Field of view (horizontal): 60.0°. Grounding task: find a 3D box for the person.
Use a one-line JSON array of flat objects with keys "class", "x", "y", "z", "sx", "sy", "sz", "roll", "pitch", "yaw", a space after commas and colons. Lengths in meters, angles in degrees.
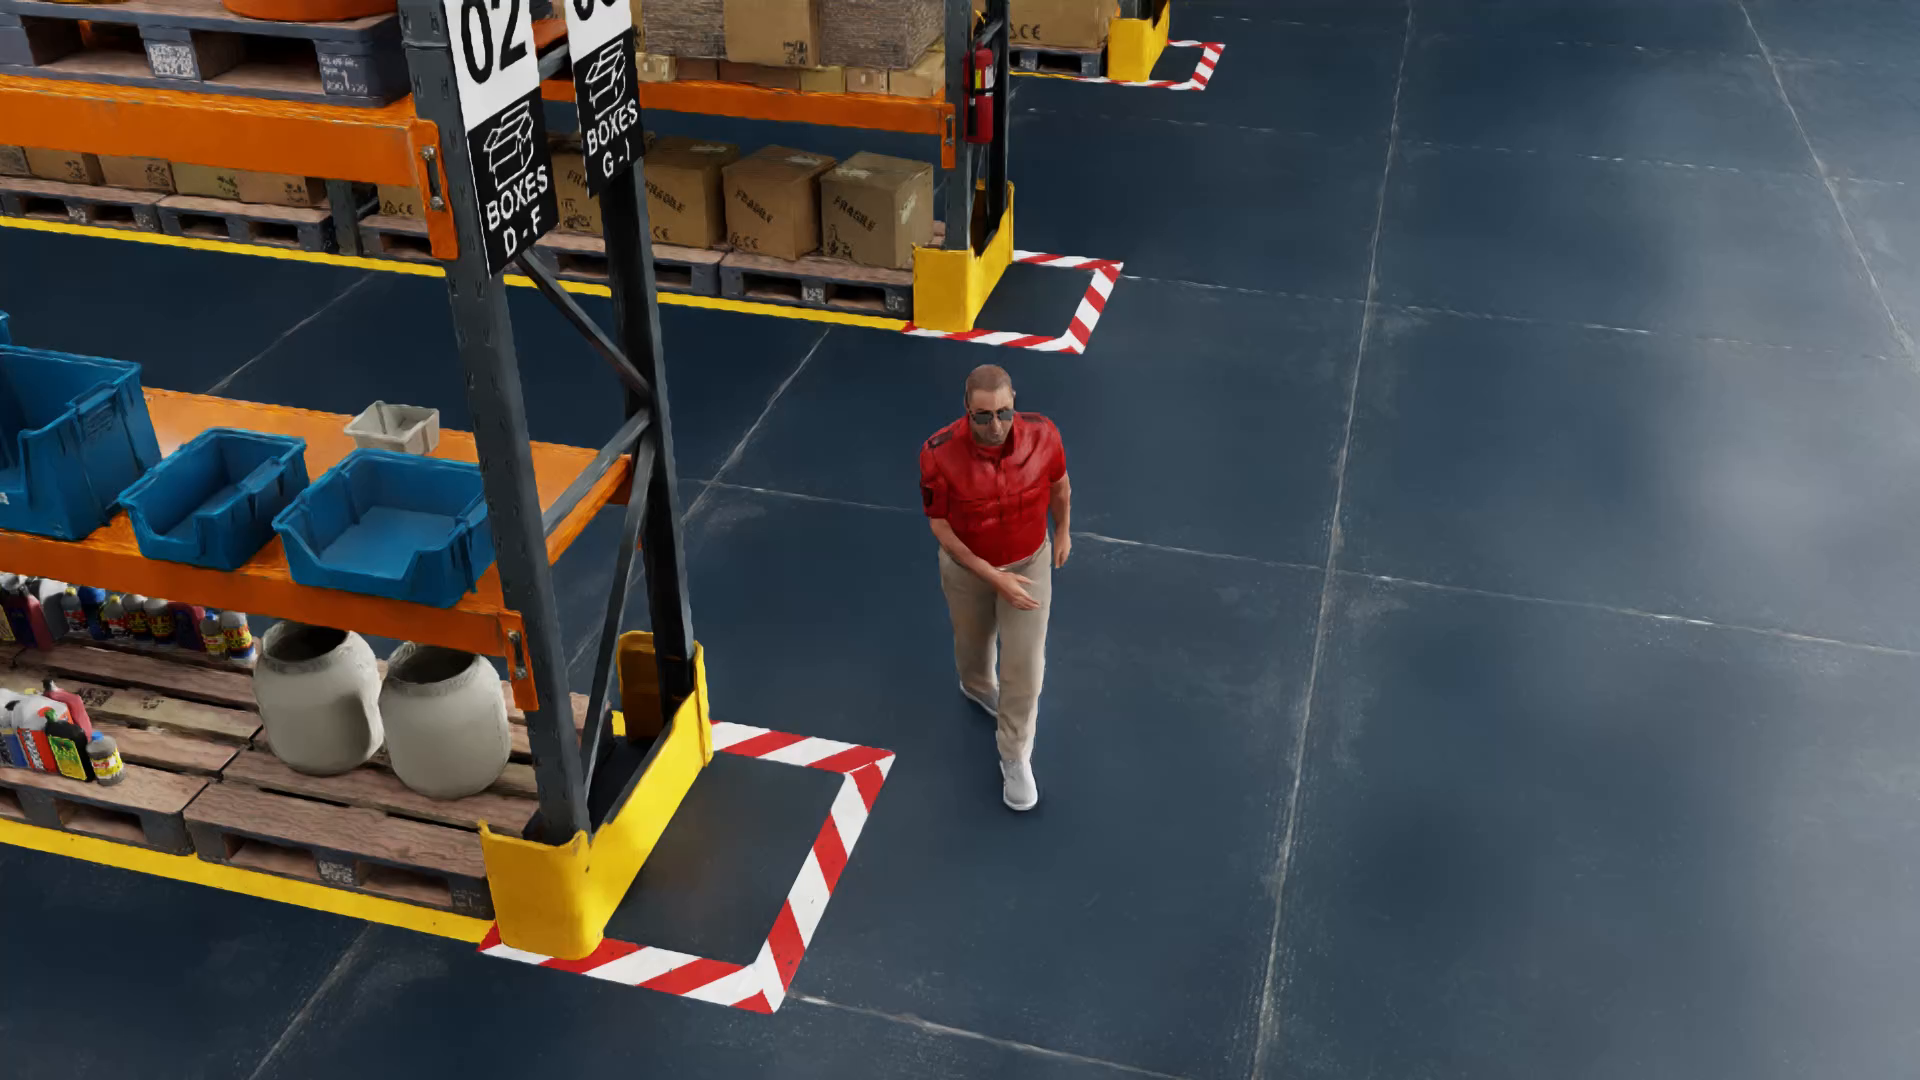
[{"class": "person", "x": 0.143, "y": 0.099, "z": 5.995, "sx": 0.582, "sy": 1.699, "sz": 0.797, "roll": -4, "pitch": 33, "yaw": -6}]
